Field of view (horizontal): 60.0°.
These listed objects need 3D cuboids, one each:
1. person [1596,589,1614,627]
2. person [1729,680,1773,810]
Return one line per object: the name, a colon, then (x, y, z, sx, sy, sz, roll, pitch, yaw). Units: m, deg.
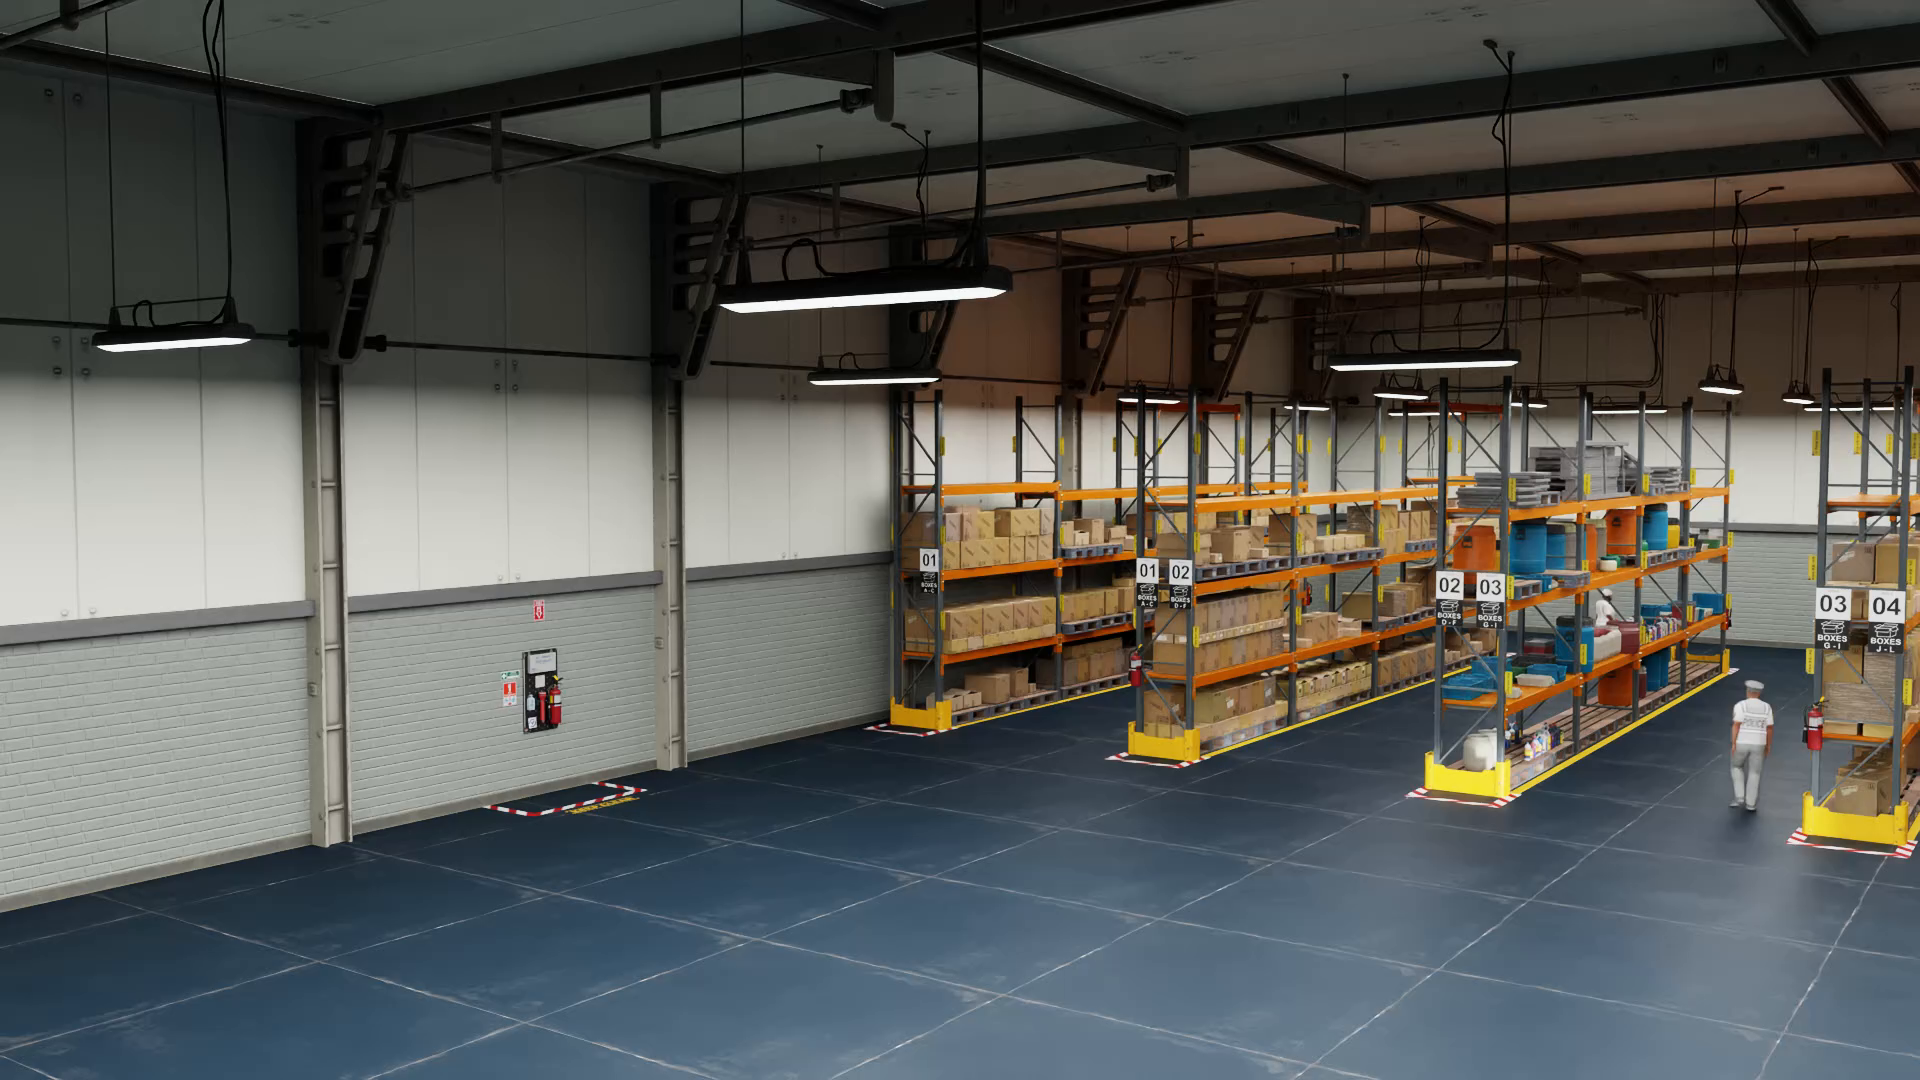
person: (14.710, 1.991, 37.951, 0.716, 1.764, 0.598, 0, 3, 0)
person: (10.899, 2.841, 22.896, 0.542, 1.796, 0.507, 1, 3, 20)
